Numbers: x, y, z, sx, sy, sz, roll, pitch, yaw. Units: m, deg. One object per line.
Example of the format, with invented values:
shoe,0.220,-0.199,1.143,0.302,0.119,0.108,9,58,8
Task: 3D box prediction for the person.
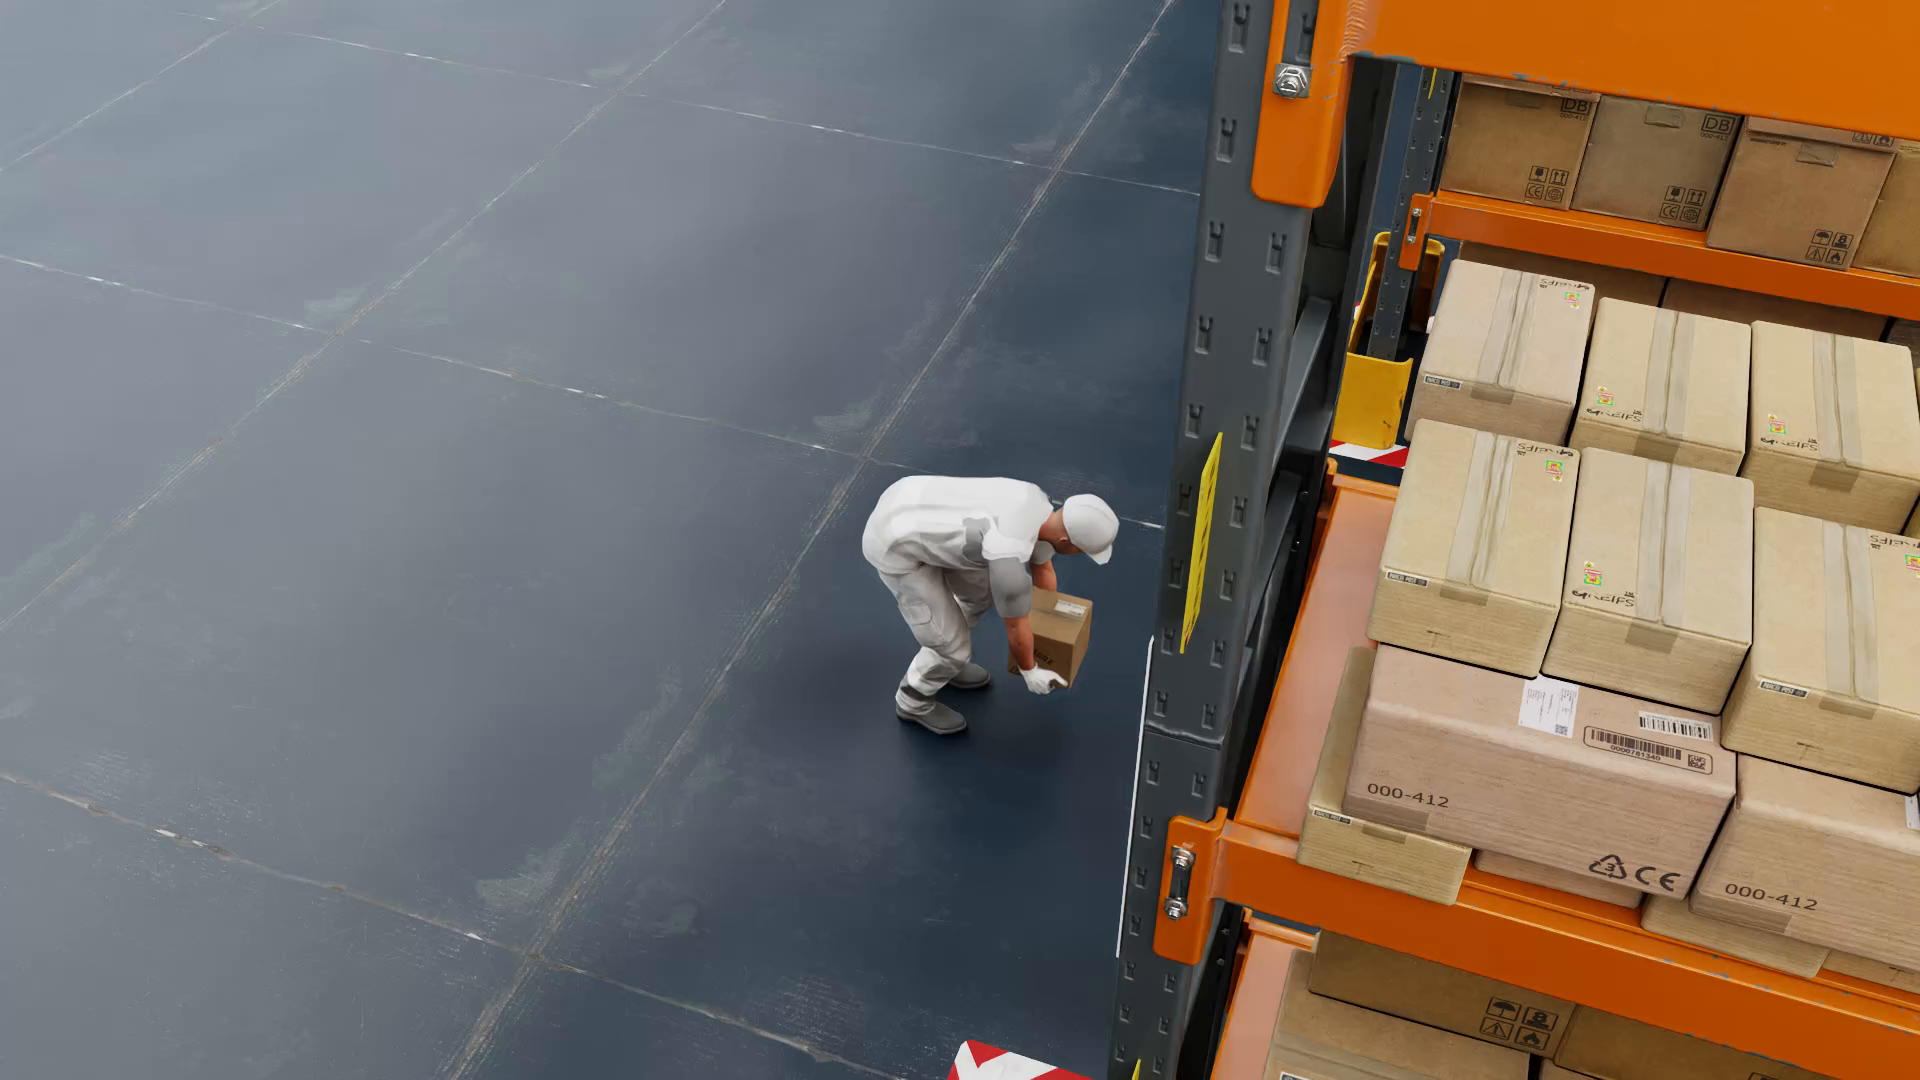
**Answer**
person,0.110,0.237,6.329,0.944,1.180,0.517,12,42,13
